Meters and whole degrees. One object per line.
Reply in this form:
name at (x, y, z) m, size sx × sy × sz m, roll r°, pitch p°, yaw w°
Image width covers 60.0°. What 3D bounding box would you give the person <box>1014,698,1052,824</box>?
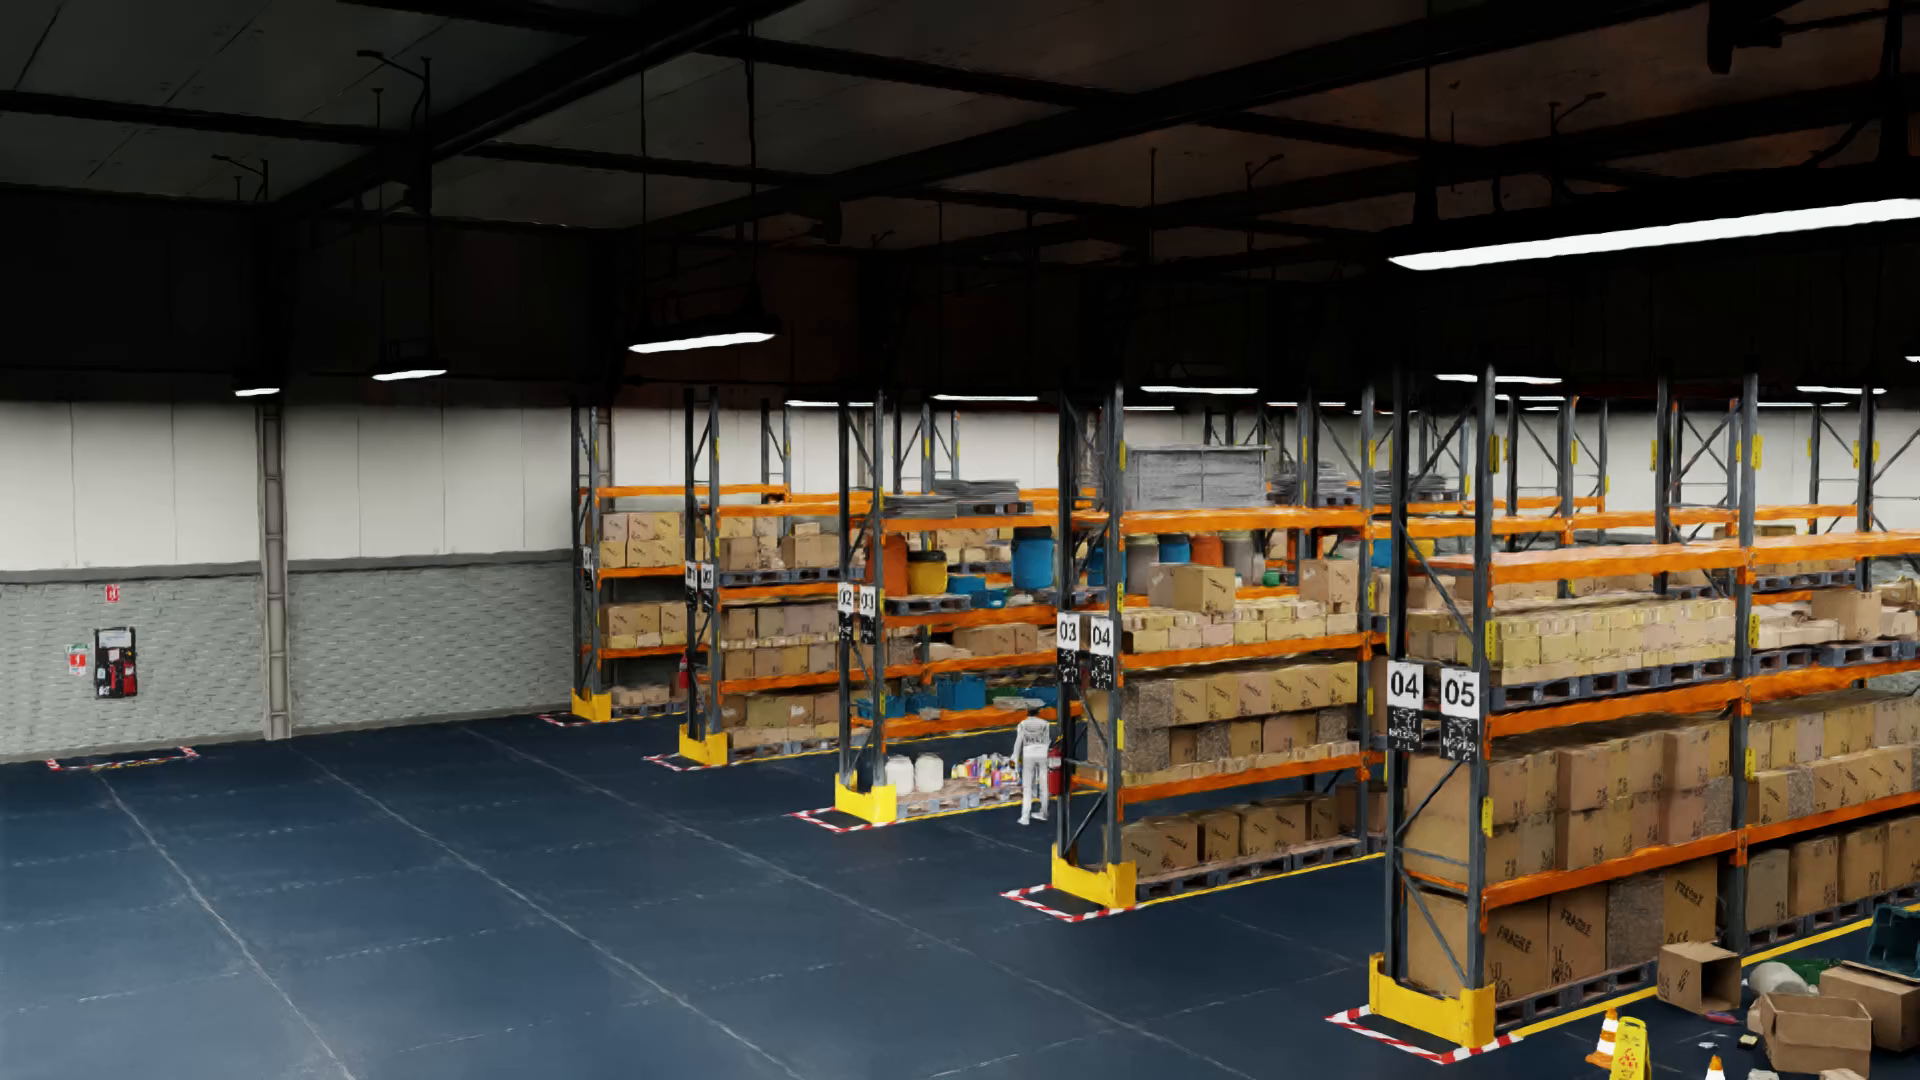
person at (0.980, 2.970, 22.388) m, size 0.525 × 1.677 × 0.459 m, roll 0°, pitch 3°, yaw -4°
